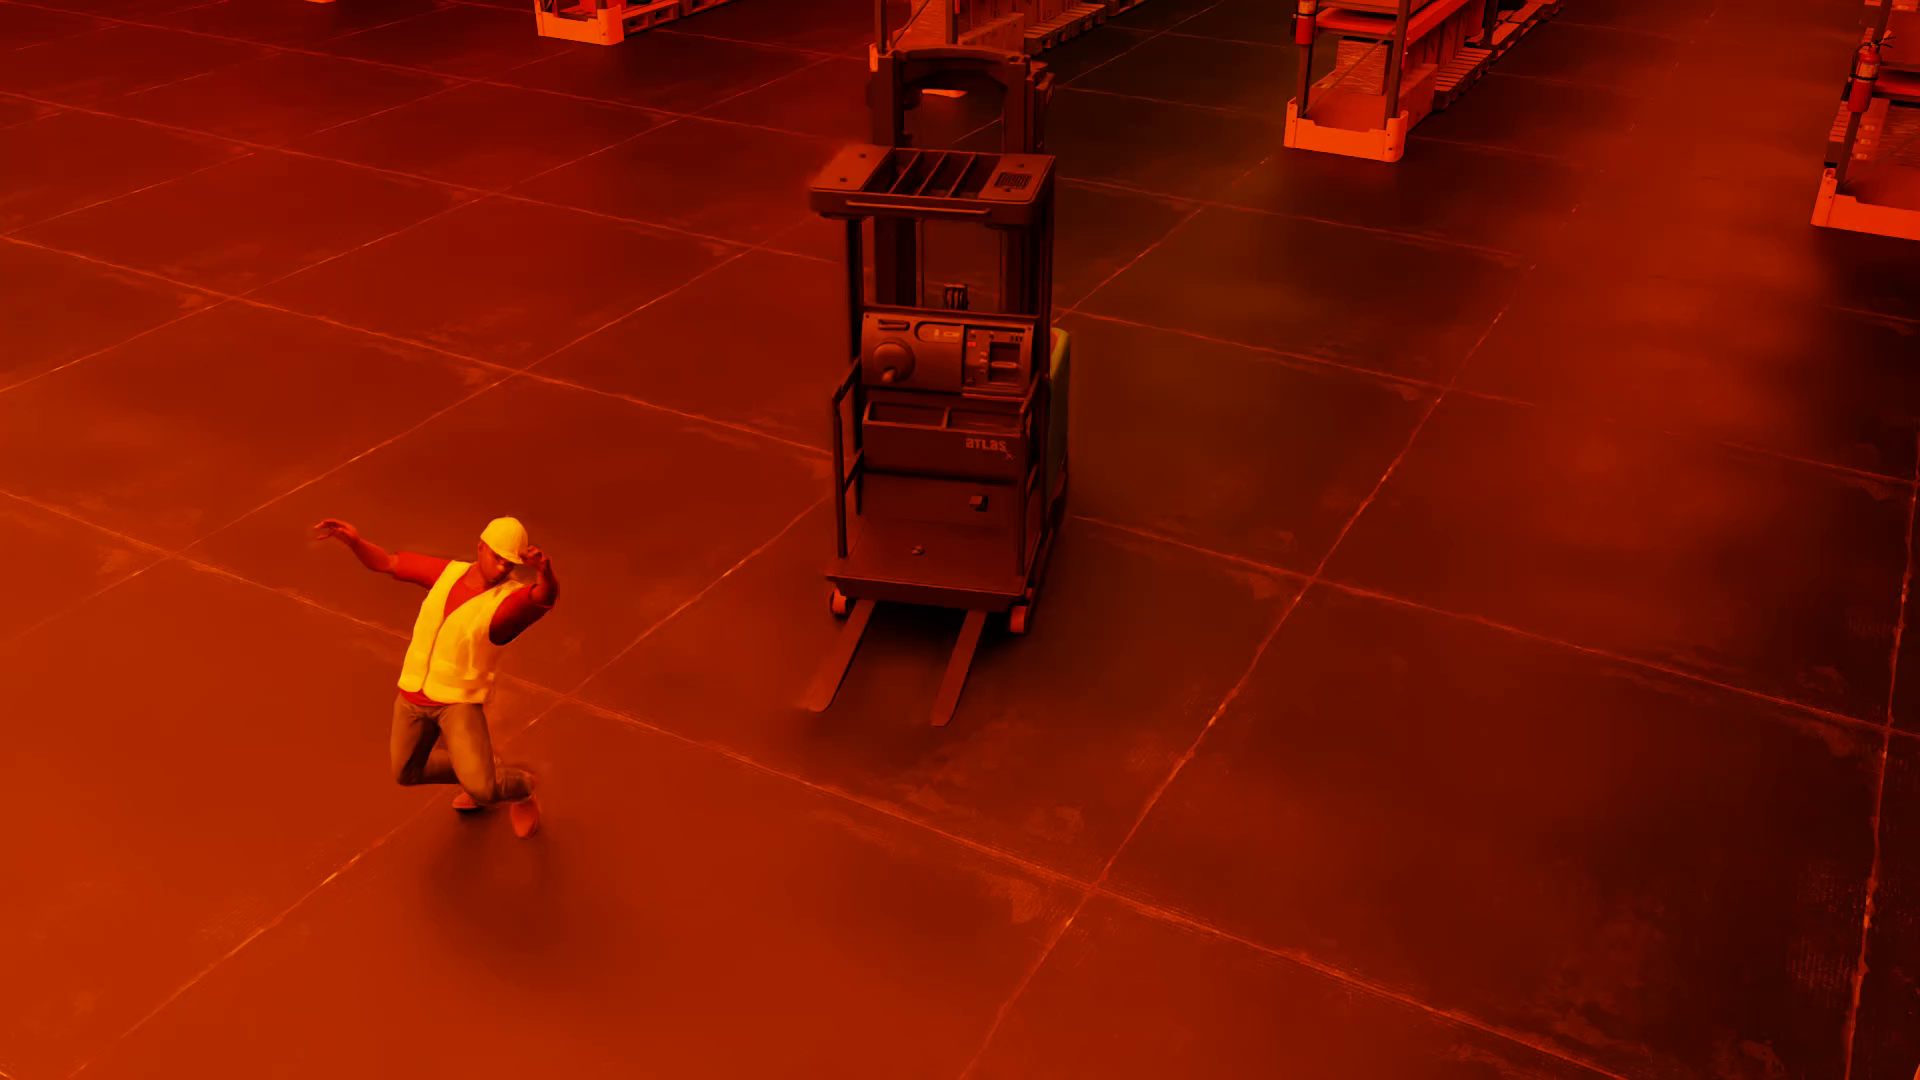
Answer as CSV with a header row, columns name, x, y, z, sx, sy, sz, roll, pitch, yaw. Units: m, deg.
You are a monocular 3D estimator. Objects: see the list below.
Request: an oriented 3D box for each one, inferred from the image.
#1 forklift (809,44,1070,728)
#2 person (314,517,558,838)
name,x,y,z,sx,sy,sz,roll,pitch,yaw
forklift,-0.110,-0.952,8.721,1.130,2.935,3.031,6,30,10
person,-2.121,0.598,7.364,1.011,1.627,0.773,14,33,22
